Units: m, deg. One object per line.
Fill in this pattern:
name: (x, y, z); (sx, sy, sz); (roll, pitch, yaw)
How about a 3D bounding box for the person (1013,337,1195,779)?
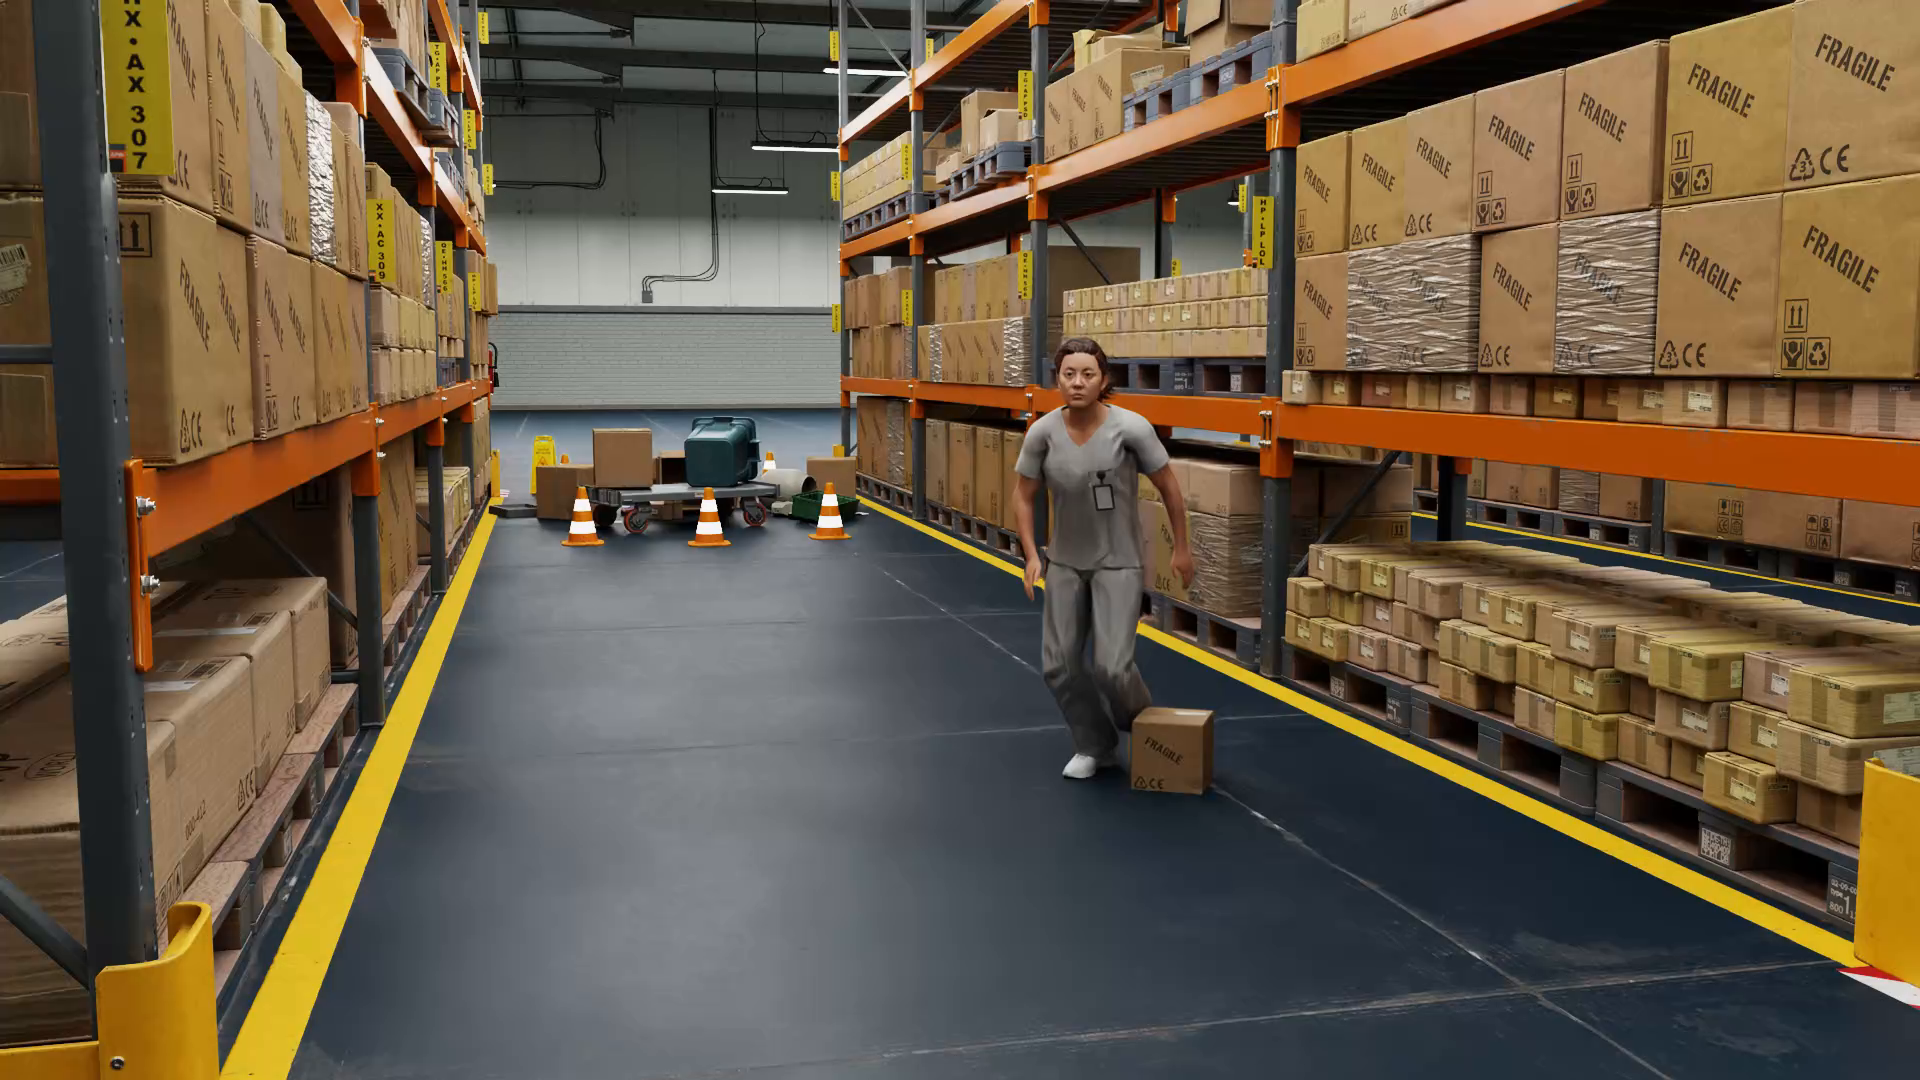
person: (0.516, 0.078, 5.897); (0.585, 1.579, 0.622); (3, 7, 27)
